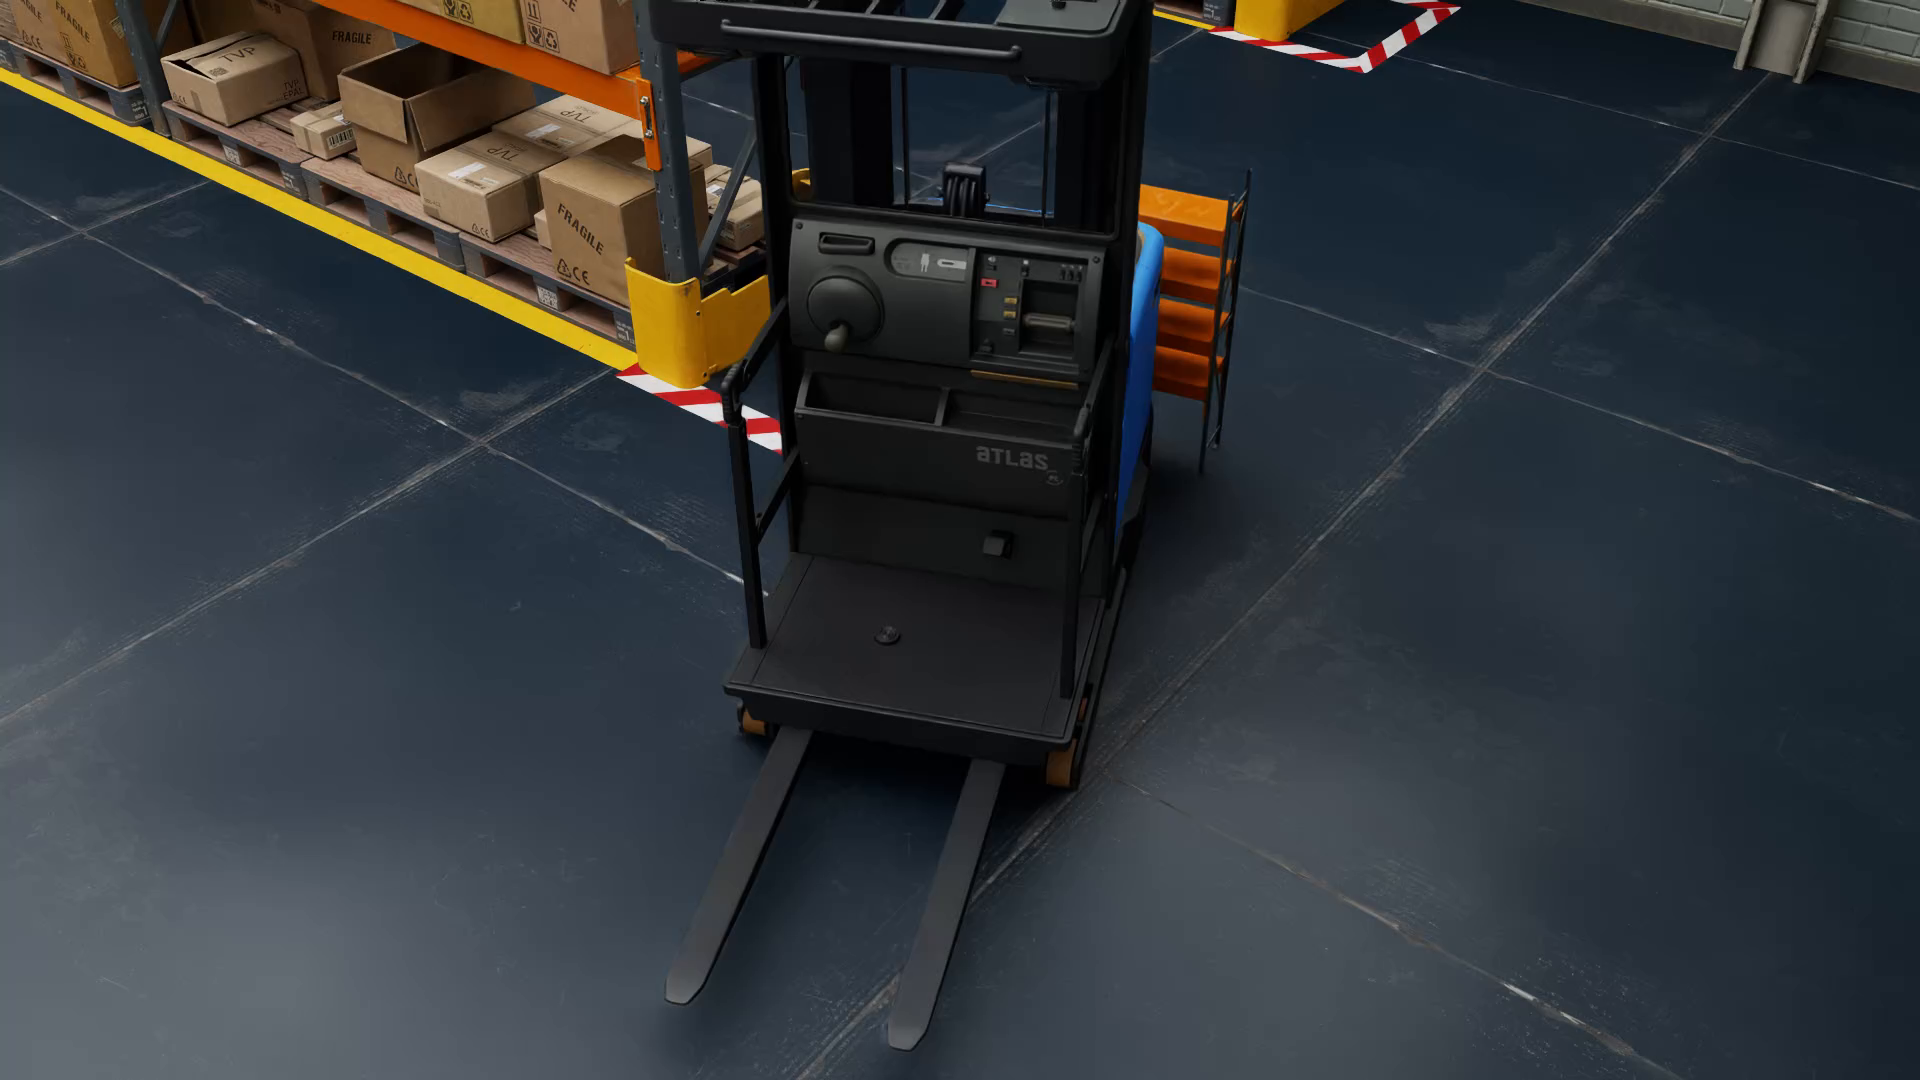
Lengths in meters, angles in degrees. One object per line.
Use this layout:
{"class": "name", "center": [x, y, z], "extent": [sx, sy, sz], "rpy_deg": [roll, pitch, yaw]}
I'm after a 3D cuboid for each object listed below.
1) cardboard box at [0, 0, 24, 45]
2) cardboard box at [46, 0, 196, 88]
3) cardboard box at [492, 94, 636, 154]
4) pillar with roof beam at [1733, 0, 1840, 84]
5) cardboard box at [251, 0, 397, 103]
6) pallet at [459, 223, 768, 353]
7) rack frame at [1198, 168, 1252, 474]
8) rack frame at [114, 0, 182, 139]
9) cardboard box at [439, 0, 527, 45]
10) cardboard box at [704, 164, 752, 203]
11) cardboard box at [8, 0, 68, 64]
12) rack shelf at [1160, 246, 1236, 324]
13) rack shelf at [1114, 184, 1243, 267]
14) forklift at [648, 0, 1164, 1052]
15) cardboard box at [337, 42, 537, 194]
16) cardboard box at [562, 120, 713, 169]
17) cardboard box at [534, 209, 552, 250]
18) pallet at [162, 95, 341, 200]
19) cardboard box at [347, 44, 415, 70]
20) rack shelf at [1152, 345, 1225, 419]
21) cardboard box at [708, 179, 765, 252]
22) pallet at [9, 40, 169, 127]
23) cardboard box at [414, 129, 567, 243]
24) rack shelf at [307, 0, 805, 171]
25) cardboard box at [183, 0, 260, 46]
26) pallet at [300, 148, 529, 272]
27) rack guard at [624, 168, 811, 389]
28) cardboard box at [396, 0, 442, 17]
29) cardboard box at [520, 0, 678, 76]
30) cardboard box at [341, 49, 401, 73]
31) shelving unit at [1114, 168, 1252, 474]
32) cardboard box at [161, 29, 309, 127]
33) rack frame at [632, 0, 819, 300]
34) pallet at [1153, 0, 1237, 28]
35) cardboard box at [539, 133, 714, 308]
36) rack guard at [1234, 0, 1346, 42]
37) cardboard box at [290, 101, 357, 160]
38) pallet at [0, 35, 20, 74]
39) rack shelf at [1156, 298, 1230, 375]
{"class": "cardboard box", "center": [-5.398, -3.237, 9.622], "extent": [0.500, 0.500, 0.500], "rpy_deg": [26, 45, 29]}
{"class": "cardboard box", "center": [-4.612, -2.860, 9.140], "extent": [0.500, 0.500, 0.500], "rpy_deg": [25, 44, 28]}
{"class": "cardboard box", "center": [-1.923, -1.936, 8.163], "extent": [0.500, 0.250, 0.500], "rpy_deg": [25, 45, 29]}
{"class": "pillar with roof beam", "center": [2.192, -4.222, 4.342], "extent": [0.400, 9.000, 9.100], "rpy_deg": [25, 45, 29]}
{"class": "cardboard box", "center": [-3.421, -2.741, 8.988], "extent": [0.500, 0.500, 0.500], "rpy_deg": [25, 45, 29]}
{"class": "pallet", "center": [-1.563, -1.357, 7.812], "extent": [1.213, 0.211, 1.003], "rpy_deg": [25, 45, 29]}
{"class": "rack frame", "center": [1.001, -0.804, 6.302], "extent": [0.015, 1.200, 0.240], "rpy_deg": [16, 40, 19]}
{"class": "rack frame", "center": [-4.046, -3.626, 8.448], "extent": [0.127, 3.000, 1.000], "rpy_deg": [25, 45, 29]}
{"class": "cardboard box", "center": [-1.804, -2.394, 6.794], "extent": [0.500, 0.500, 0.500], "rpy_deg": [26, 45, 29]}
{"class": "cardboard box", "center": [-1.191, -1.604, 7.807], "extent": [0.250, 0.166, 0.380], "rpy_deg": [25, 45, 29]}
{"class": "cardboard box", "center": [-5.000, -3.049, 9.382], "extent": [0.500, 0.500, 0.500], "rpy_deg": [25, 45, 29]}
{"class": "rack shelf", "center": [0.779, -0.990, 6.286], "extent": [0.480, 0.148, 0.258], "rpy_deg": [16, 40, 19]}
{"class": "rack shelf", "center": [0.780, -1.178, 6.142], "extent": [0.480, 0.148, 0.258], "rpy_deg": [16, 40, 19]}
{"class": "forklift", "center": [-0.095, -0.633, 4.681], "extent": [1.130, 2.935, 3.031], "rpy_deg": [8, 39, 11]}
{"class": "cardboard box", "center": [-2.551, -2.115, 8.187], "extent": [0.637, 0.503, 0.797], "rpy_deg": [25, 45, 29]}
{"class": "cardboard box", "center": [-1.526, -1.748, 7.924], "extent": [0.500, 0.250, 0.500], "rpy_deg": [25, 45, 29]}
{"class": "cardboard box", "center": [-1.717, -1.464, 7.629], "extent": [0.250, 0.166, 0.380], "rpy_deg": [25, 45, 29]}
{"class": "pallet", "center": [-3.501, -2.270, 8.979], "extent": [1.213, 0.211, 1.003], "rpy_deg": [25, 45, 29]}
{"class": "cardboard box", "center": [-2.825, -2.385, 8.688], "extent": [0.500, 0.311, 0.500], "rpy_deg": [25, 45, 29]}
{"class": "rack shelf", "center": [0.778, -0.656, 6.544], "extent": [0.480, 0.148, 0.258], "rpy_deg": [16, 40, 19]}
{"class": "cardboard box", "center": [-0.993, -1.504, 7.693], "extent": [0.250, 0.149, 0.380], "rpy_deg": [25, 45, 29]}
{"class": "pallet", "center": [-4.715, -2.814, 9.673], "extent": [1.213, 0.211, 1.003], "rpy_deg": [25, 45, 29]}
{"class": "cardboard box", "center": [-2.187, -1.672, 7.826], "extent": [0.500, 0.250, 0.500], "rpy_deg": [25, 45, 29]}
{"class": "rack shelf", "center": [-2.457, -2.594, 7.713], "extent": [4.000, 0.370, 1.077], "rpy_deg": [25, 45, 29]}
{"class": "cardboard box", "center": [-4.282, -3.116, 9.467], "extent": [0.500, 0.500, 0.500], "rpy_deg": [23, 44, 27]}
{"class": "pallet", "center": [-2.528, -1.814, 8.396], "extent": [1.213, 0.211, 1.003], "rpy_deg": [25, 45, 29]}
{"class": "rack guard", "center": [-0.929, -1.172, 7.342], "extent": [0.348, 0.500, 1.175], "rpy_deg": [25, 45, 29]}
{"class": "cardboard box", "center": [-2.197, -2.584, 7.036], "extent": [0.500, 0.500, 0.500], "rpy_deg": [26, 45, 29]}
{"class": "cardboard box", "center": [-1.390, -2.202, 6.548], "extent": [0.500, 0.500, 0.500], "rpy_deg": [27, 45, 30]}
{"class": "cardboard box", "center": [-3.087, -2.491, 8.954], "extent": [0.250, 0.149, 0.380], "rpy_deg": [25, 45, 29]}
{"class": "shelving unit", "center": [0.779, -0.867, 6.382], "extent": [0.503, 1.200, 0.258], "rpy_deg": [16, 40, 19]}
{"class": "cardboard box", "center": [-3.844, -2.478, 8.805], "extent": [0.500, 0.311, 0.500], "rpy_deg": [25, 45, 29]}
{"class": "rack frame", "center": [-0.869, -2.128, 6.535], "extent": [0.127, 3.000, 1.000], "rpy_deg": [25, 45, 29]}
{"class": "pallet", "center": [1.455, -3.718, 10.828], "extent": [1.213, 0.211, 1.003], "rpy_deg": [25, 45, 29]}
{"class": "cardboard box", "center": [-1.450, -1.400, 7.276], "extent": [0.500, 0.500, 0.500], "rpy_deg": [25, 45, 29]}
{"class": "rack guard", "center": [2.157, -3.562, 10.394], "extent": [0.348, 0.500, 1.175], "rpy_deg": [25, 45, 29]}
{"class": "cardboard box", "center": [-3.151, -2.102, 8.442], "extent": [0.250, 0.166, 0.380], "rpy_deg": [25, 45, 29]}
{"class": "pallet", "center": [-5.688, -3.271, 10.257], "extent": [1.213, 0.211, 1.003], "rpy_deg": [25, 45, 29]}
{"class": "rack shelf", "center": [0.779, -0.813, 6.423], "extent": [0.480, 0.148, 0.258], "rpy_deg": [16, 40, 19]}
